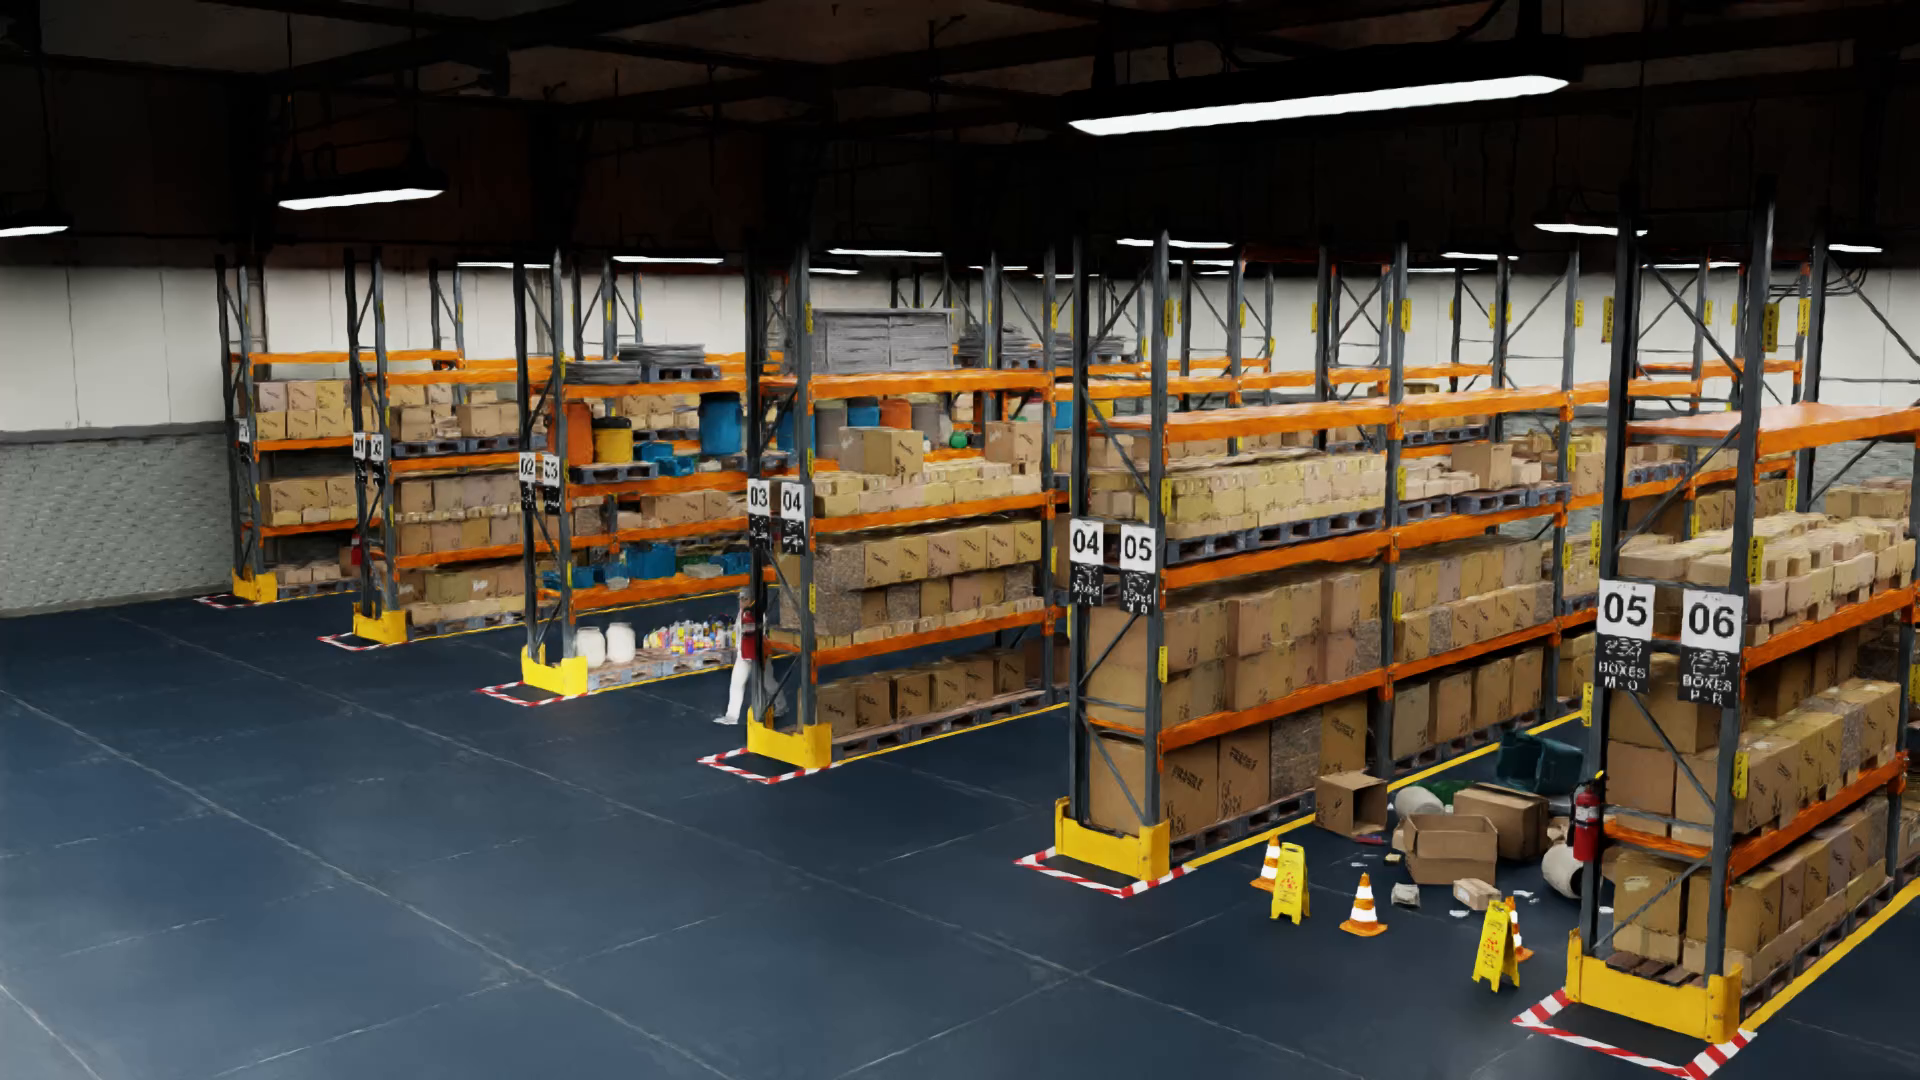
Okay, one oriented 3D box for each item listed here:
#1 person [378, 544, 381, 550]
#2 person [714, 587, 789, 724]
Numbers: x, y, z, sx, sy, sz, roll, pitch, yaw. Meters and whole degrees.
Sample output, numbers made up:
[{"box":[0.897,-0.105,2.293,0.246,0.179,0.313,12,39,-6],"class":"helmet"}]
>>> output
[{"box":[-9.917,0.145,29.471,0.704,1.710,0.751,4,9,23],"class":"person"},{"box":[-2.563,1.412,20.545,0.554,1.712,1.040,8,11,43],"class":"person"}]
